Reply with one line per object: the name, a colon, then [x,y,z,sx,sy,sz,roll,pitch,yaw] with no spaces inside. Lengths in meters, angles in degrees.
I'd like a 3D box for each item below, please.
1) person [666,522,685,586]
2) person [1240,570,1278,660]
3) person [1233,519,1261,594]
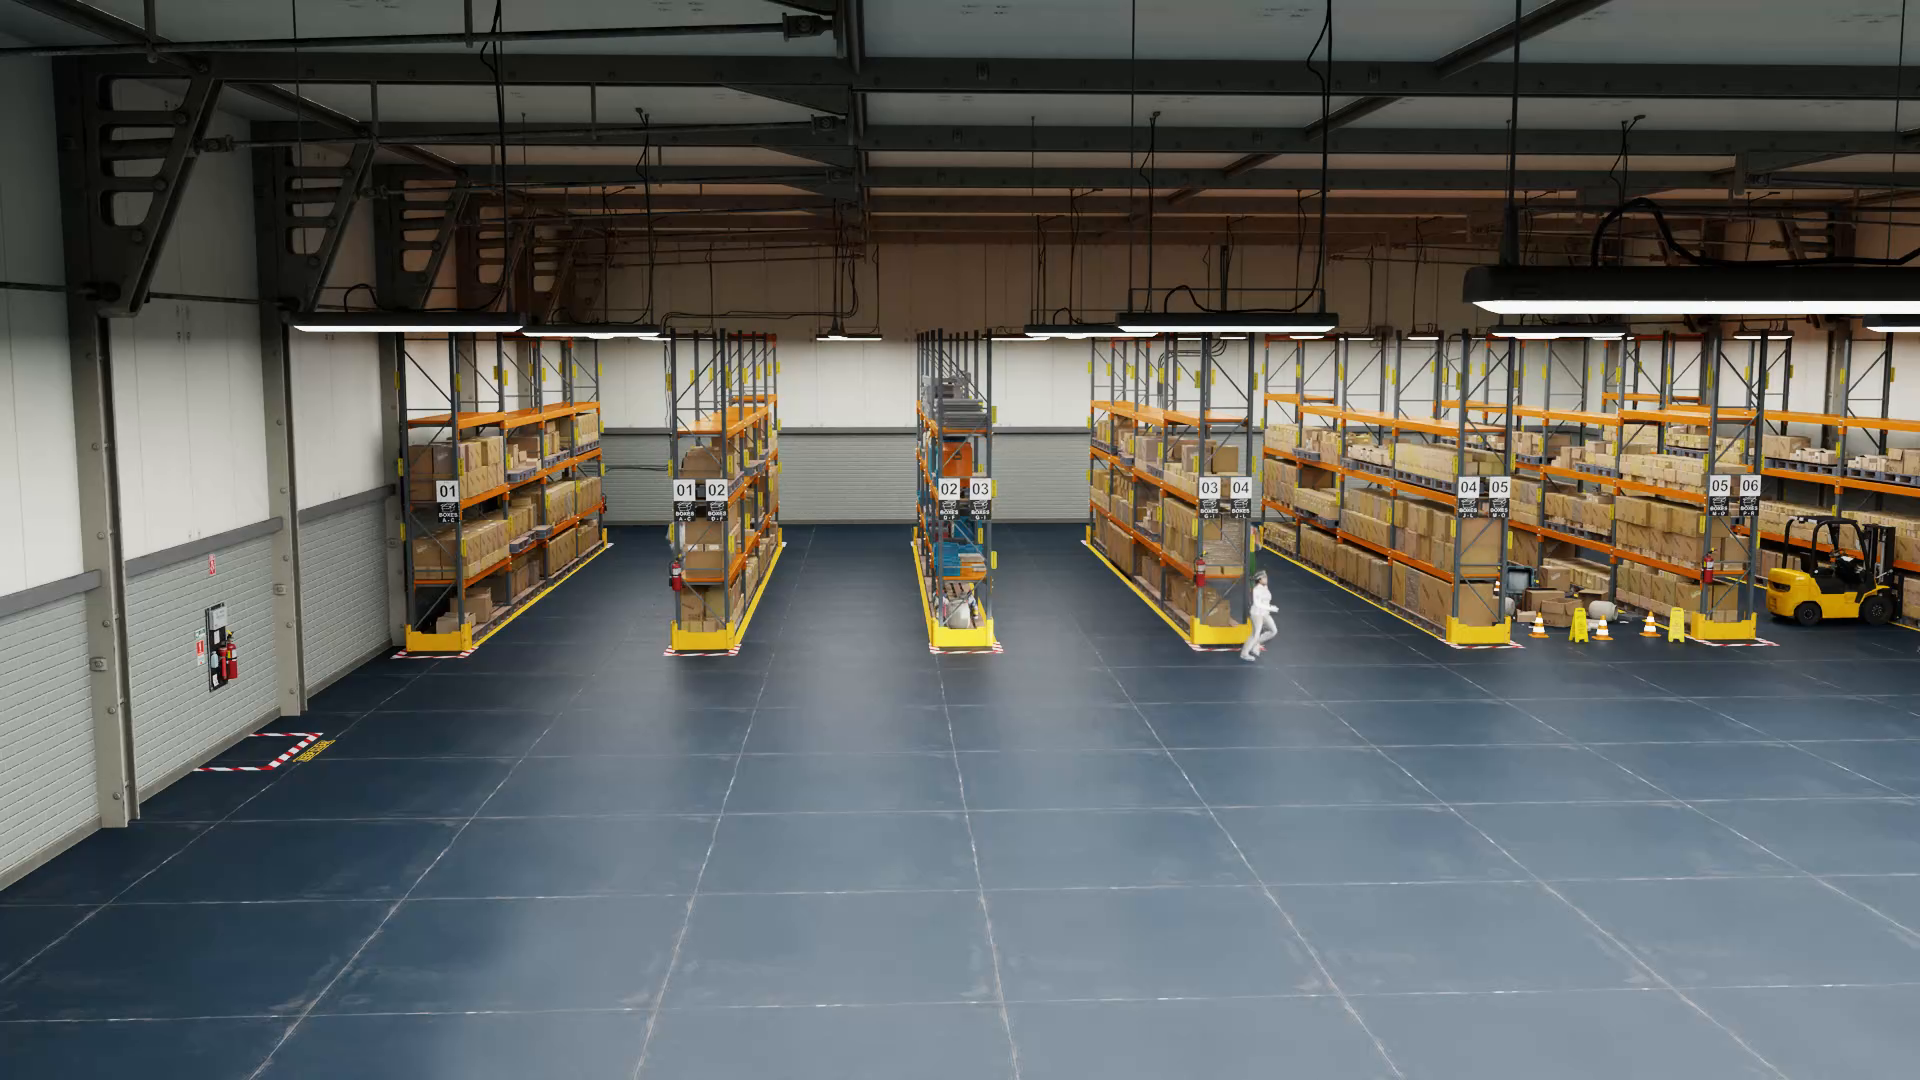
person: [-6.650,0.197,39.481,0.646,1.764,0.927,-1,7,-9]
person: [5.460,1.353,30.103,0.730,1.653,0.638,5,8,36]
person: [6.628,0.303,38.490,0.669,1.794,0.991,-1,7,-6]
